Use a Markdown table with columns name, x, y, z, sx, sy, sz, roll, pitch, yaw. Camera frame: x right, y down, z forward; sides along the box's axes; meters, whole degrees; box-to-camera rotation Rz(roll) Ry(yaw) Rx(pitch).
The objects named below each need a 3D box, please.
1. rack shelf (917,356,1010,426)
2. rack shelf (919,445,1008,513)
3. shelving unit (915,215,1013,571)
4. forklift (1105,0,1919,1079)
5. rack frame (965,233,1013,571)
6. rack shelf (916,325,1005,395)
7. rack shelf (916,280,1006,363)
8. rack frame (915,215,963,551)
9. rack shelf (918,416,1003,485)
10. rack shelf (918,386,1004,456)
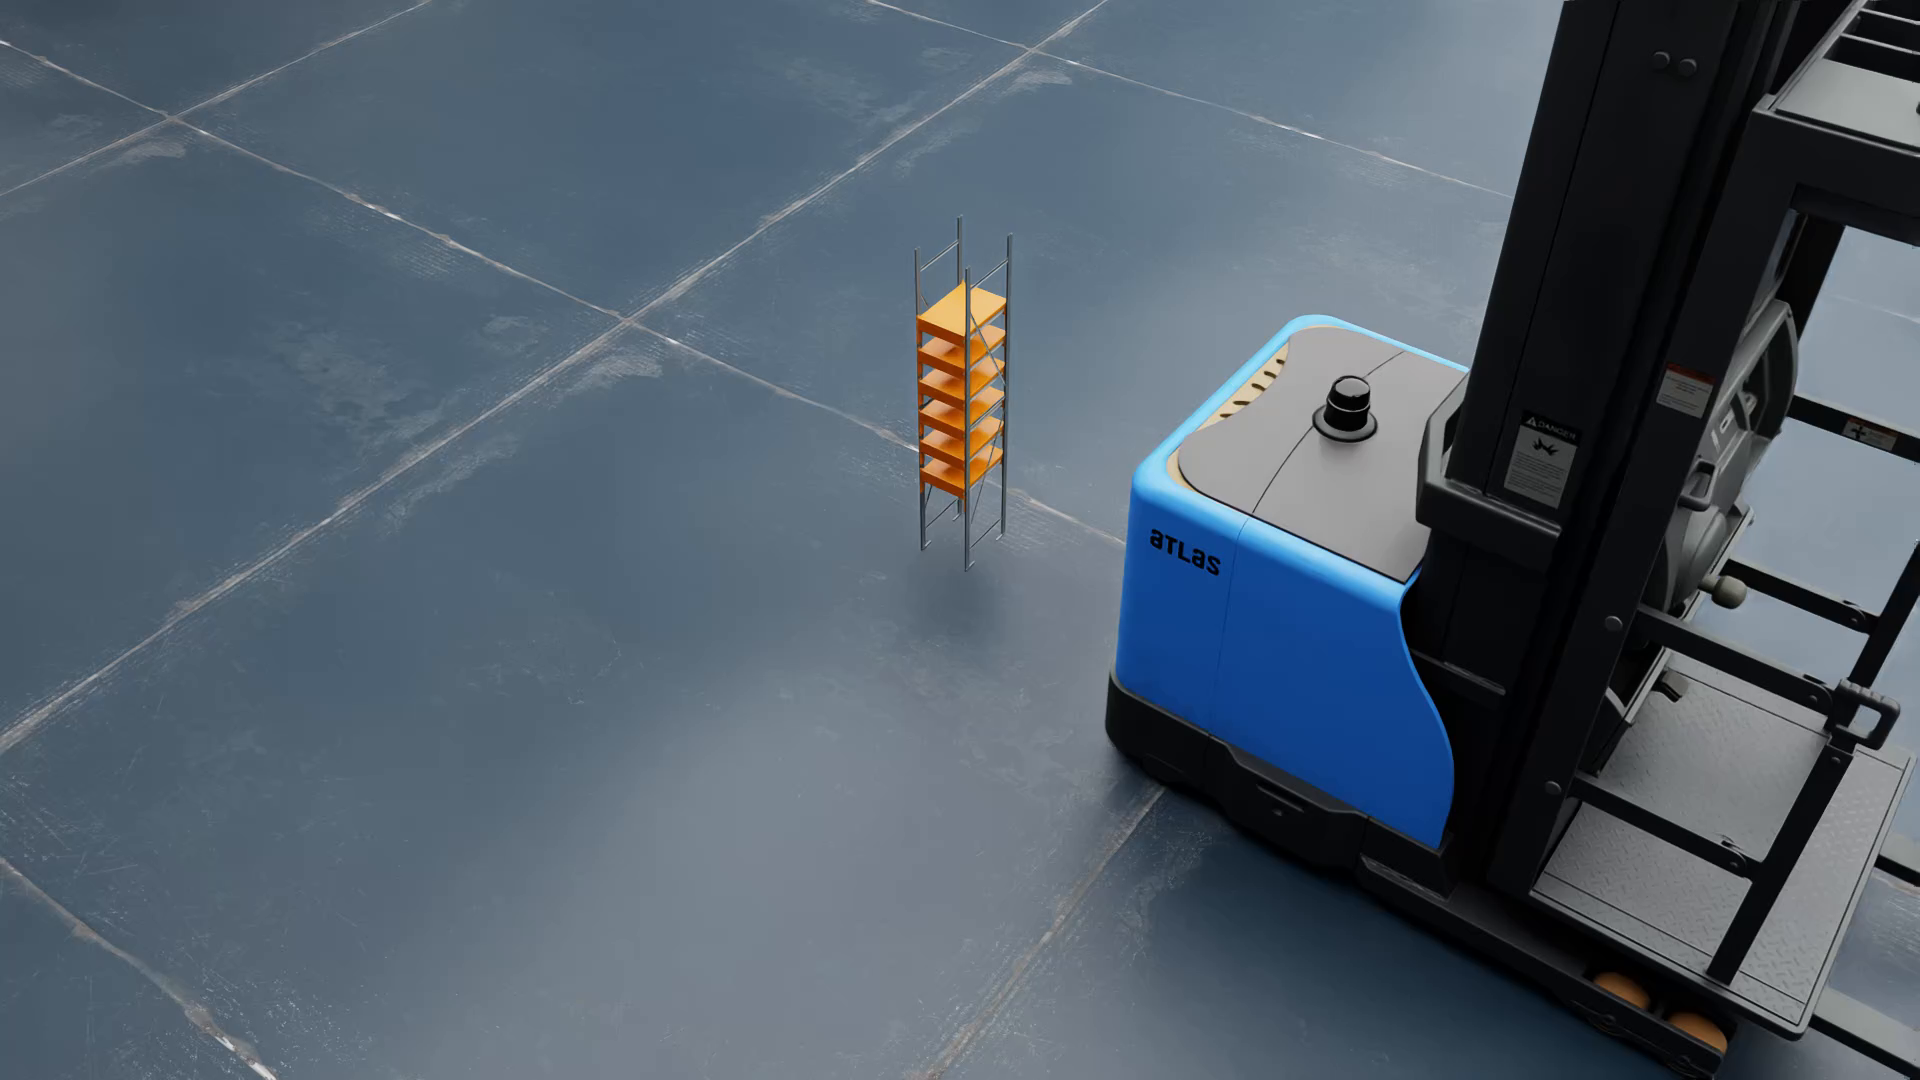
| name | x | y | z | sx | sy | sz | roll | pitch | yaw |
| --- | --- | --- | --- | --- | --- | --- | --- | --- | --- |
| rack shelf | 0.012 | -0.498 | 5.293 | 0.180 | 0.103 | 0.258 | 25 | 48 | 25 |
| rack shelf | 0.012 | -0.230 | 5.533 | 0.180 | 0.103 | 0.258 | 25 | 48 | 25 |
| shelving unit | 0.012 | -0.442 | 5.344 | 0.189 | 1.200 | 0.258 | 25 | 48 | 25 |
| forklift | 1.923 | -0.137 | 3.706 | 3.031 | 2.935 | 1.130 | 26 | 48 | 26 |
| rack frame | 0.087 | -0.407 | 5.305 | 0.006 | 1.200 | 0.240 | 25 | 48 | 25 |
| rack shelf | 0.012 | -0.587 | 5.213 | 0.180 | 0.103 | 0.258 | 25 | 48 | 25 |
| rack shelf | 0.012 | -0.677 | 5.133 | 0.180 | 0.103 | 0.258 | 25 | 48 | 25 |
| rack frame | -0.063 | -0.477 | 5.383 | 0.006 | 1.200 | 0.240 | 25 | 48 | 25 |
| rack shelf | 0.012 | -0.319 | 5.453 | 0.180 | 0.103 | 0.258 | 25 | 48 | 25 |
| rack shelf | 0.012 | -0.408 | 5.373 | 0.180 | 0.103 | 0.258 | 25 | 48 | 25 |
